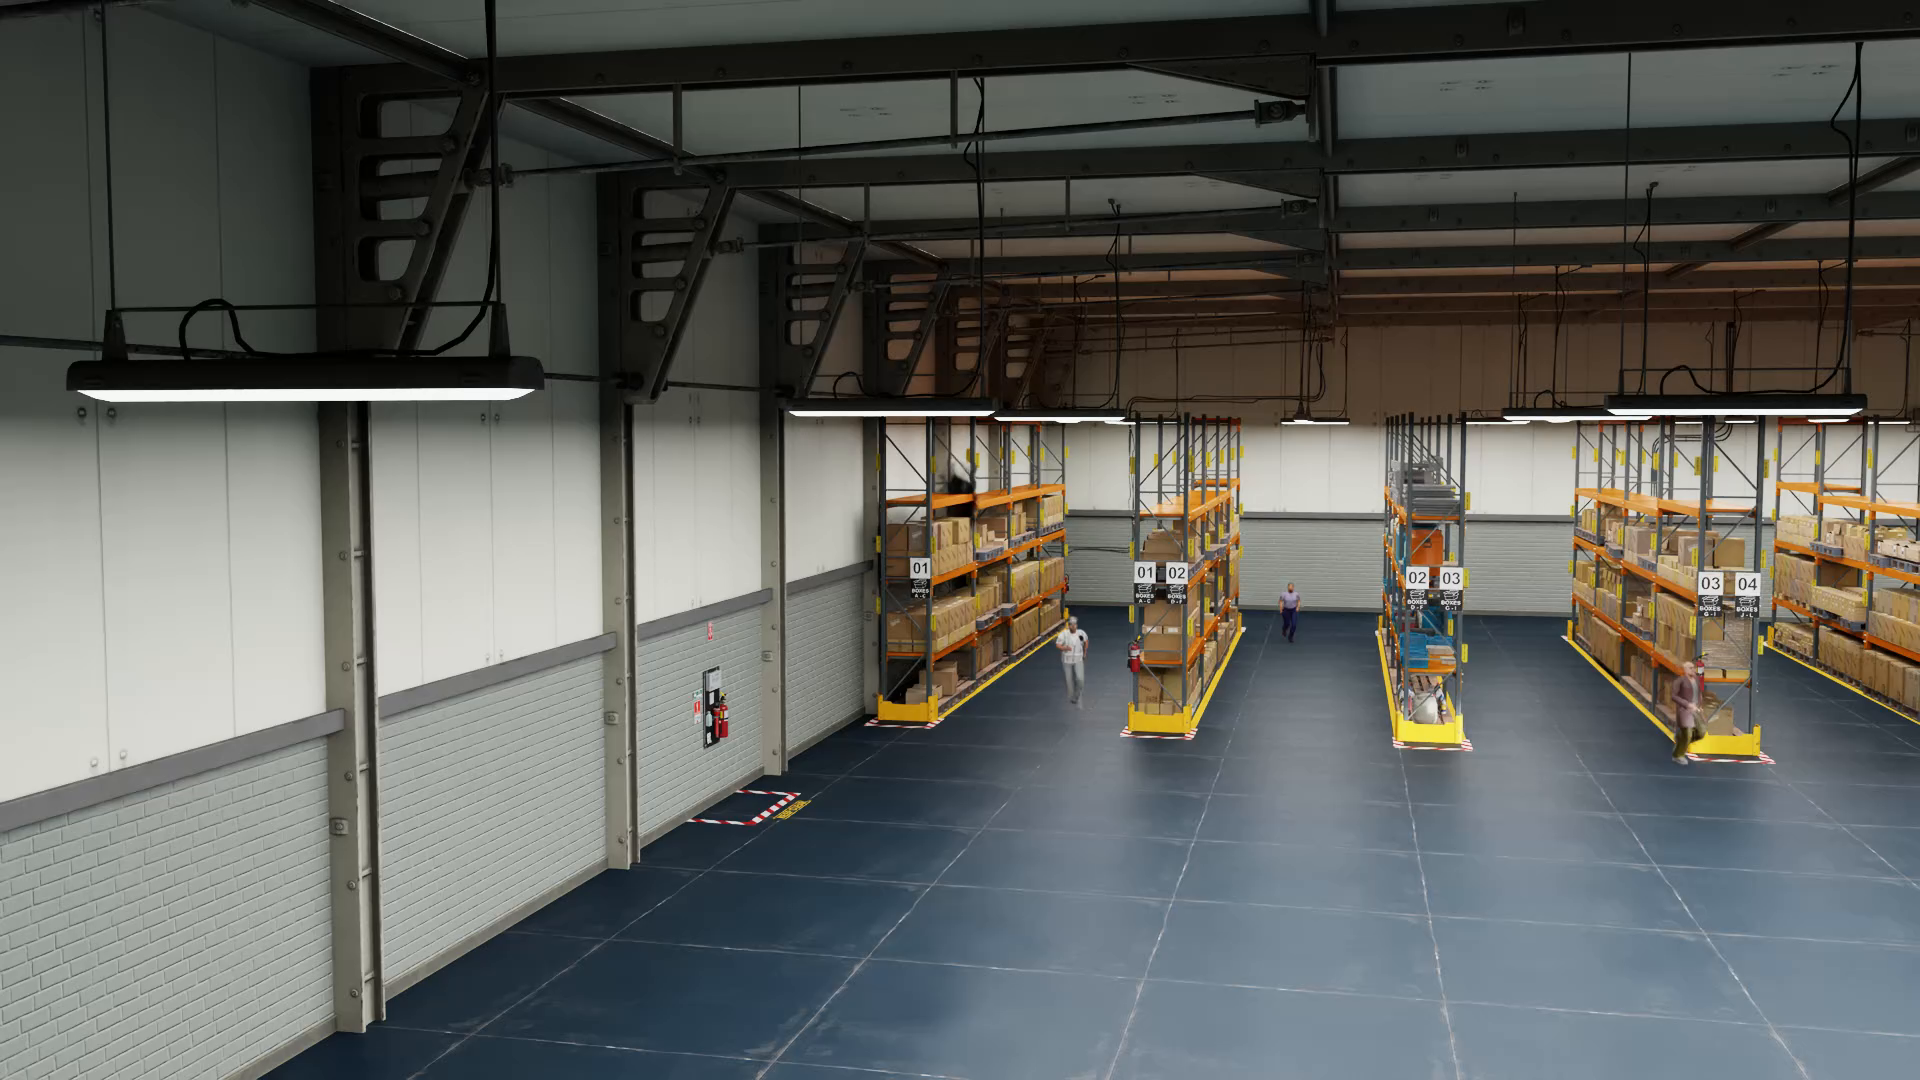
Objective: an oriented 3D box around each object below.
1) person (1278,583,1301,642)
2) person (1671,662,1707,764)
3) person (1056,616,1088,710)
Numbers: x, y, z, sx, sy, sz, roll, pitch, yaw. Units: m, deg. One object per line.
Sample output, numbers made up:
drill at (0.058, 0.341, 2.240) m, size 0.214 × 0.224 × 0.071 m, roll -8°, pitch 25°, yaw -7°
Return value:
person at (8.829, 1.932, 44.496) m, size 0.598 × 1.605 × 0.588 m, roll 0°, pitch 4°, yaw 1°
person at (12.427, 2.945, 28.283) m, size 0.722 × 1.745 × 0.632 m, roll -1°, pitch 4°, yaw -21°
person at (2.192, 2.382, 32.426) m, size 0.641 × 1.812 × 0.790 m, roll 0°, pitch 4°, yaw 1°
